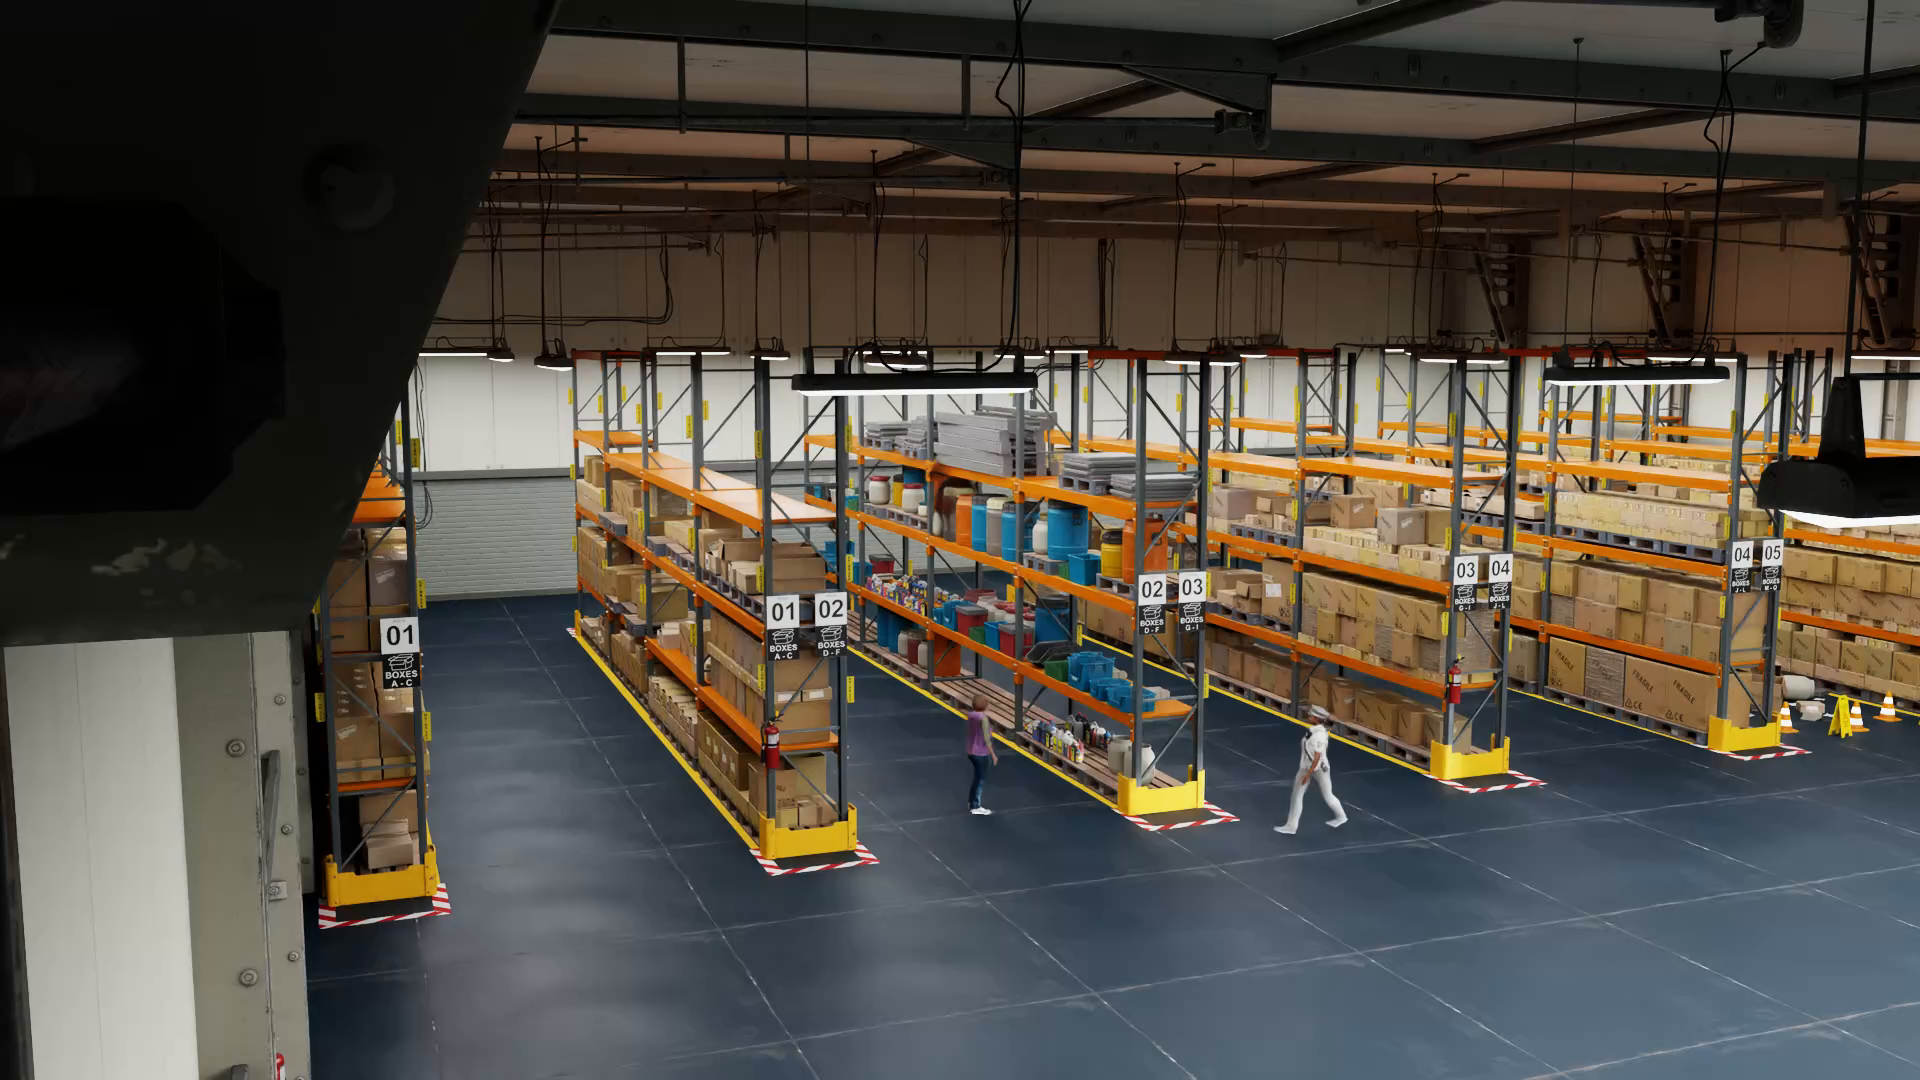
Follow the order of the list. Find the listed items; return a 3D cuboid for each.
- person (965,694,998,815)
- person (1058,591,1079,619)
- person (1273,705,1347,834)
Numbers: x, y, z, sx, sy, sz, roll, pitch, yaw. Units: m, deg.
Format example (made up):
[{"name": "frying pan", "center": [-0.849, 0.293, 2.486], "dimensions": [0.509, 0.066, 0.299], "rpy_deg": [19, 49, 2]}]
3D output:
[{"name": "person", "center": [0.265, 2.853, 21.931], "dimensions": [0.330, 1.629, 0.495], "rpy_deg": [-3, 8, -25]}, {"name": "person", "center": [2.118, 1.449, 32.693], "dimensions": [0.388, 1.660, 0.486], "rpy_deg": [-2, 7, -17]}, {"name": "person", "center": [4.472, 2.895, 21.069], "dimensions": [1.001, 1.644, 0.440], "rpy_deg": [-5, 9, -37]}]
